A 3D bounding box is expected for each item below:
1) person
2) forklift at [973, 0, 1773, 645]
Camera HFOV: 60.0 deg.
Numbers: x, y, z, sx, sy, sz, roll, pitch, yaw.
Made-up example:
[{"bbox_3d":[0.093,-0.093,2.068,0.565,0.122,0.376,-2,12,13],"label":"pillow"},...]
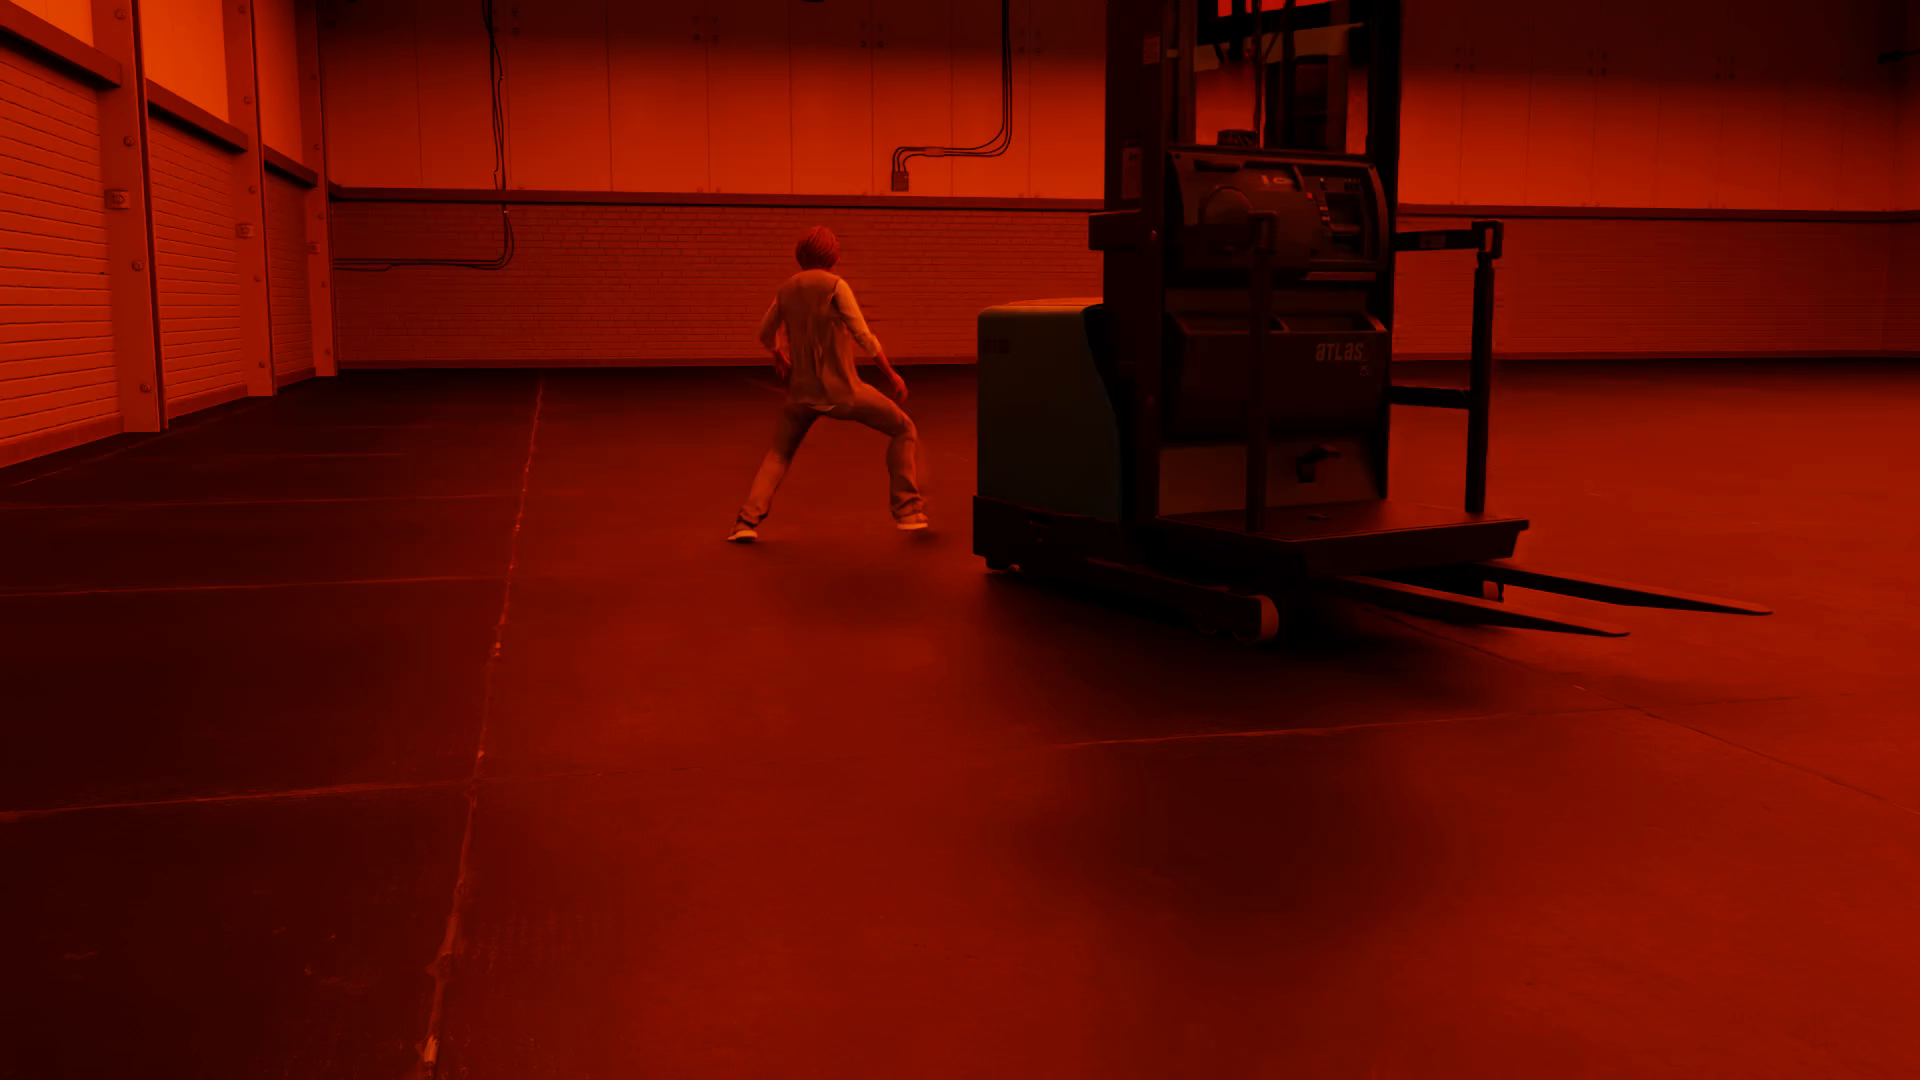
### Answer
[{"bbox_3d":[-0.639,-0.710,7.719,0.849,1.460,0.730,5,9,31],"label":"person"},{"bbox_3d":[1.232,-1.188,5.620,1.130,2.935,3.031,-5,9,-30],"label":"forklift"}]
